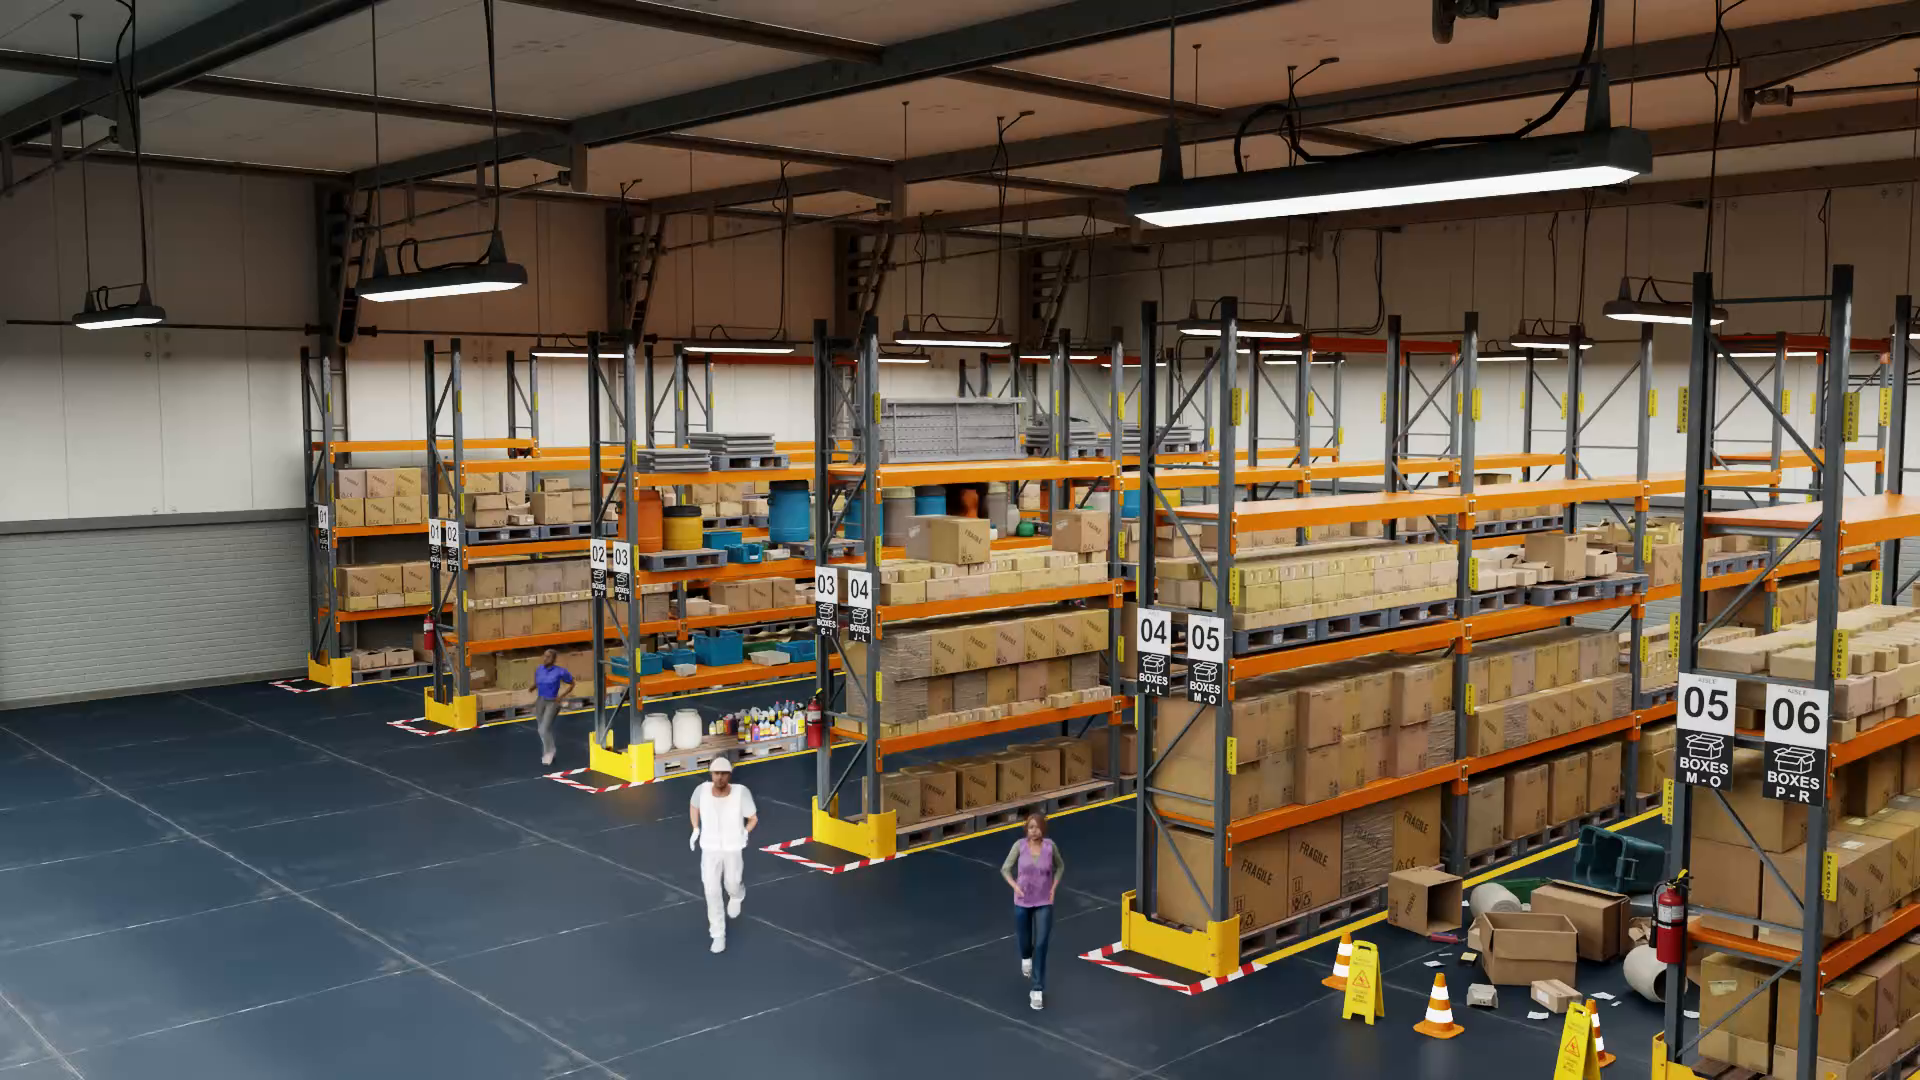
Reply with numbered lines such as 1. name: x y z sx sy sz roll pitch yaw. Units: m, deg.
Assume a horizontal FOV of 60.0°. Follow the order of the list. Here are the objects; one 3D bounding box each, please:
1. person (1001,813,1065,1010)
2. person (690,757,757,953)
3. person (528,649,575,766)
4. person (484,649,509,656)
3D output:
1. person: 0.624 3.123 14.265 0.549 1.602 0.761 0 5 3
2. person: -2.239 2.901 15.747 0.656 1.766 0.954 0 5 -2
3. person: -5.707 2.334 23.084 0.583 1.657 0.652 2 5 22
4. person: -7.908 1.782 28.505 0.646 1.760 0.800 3 6 30
